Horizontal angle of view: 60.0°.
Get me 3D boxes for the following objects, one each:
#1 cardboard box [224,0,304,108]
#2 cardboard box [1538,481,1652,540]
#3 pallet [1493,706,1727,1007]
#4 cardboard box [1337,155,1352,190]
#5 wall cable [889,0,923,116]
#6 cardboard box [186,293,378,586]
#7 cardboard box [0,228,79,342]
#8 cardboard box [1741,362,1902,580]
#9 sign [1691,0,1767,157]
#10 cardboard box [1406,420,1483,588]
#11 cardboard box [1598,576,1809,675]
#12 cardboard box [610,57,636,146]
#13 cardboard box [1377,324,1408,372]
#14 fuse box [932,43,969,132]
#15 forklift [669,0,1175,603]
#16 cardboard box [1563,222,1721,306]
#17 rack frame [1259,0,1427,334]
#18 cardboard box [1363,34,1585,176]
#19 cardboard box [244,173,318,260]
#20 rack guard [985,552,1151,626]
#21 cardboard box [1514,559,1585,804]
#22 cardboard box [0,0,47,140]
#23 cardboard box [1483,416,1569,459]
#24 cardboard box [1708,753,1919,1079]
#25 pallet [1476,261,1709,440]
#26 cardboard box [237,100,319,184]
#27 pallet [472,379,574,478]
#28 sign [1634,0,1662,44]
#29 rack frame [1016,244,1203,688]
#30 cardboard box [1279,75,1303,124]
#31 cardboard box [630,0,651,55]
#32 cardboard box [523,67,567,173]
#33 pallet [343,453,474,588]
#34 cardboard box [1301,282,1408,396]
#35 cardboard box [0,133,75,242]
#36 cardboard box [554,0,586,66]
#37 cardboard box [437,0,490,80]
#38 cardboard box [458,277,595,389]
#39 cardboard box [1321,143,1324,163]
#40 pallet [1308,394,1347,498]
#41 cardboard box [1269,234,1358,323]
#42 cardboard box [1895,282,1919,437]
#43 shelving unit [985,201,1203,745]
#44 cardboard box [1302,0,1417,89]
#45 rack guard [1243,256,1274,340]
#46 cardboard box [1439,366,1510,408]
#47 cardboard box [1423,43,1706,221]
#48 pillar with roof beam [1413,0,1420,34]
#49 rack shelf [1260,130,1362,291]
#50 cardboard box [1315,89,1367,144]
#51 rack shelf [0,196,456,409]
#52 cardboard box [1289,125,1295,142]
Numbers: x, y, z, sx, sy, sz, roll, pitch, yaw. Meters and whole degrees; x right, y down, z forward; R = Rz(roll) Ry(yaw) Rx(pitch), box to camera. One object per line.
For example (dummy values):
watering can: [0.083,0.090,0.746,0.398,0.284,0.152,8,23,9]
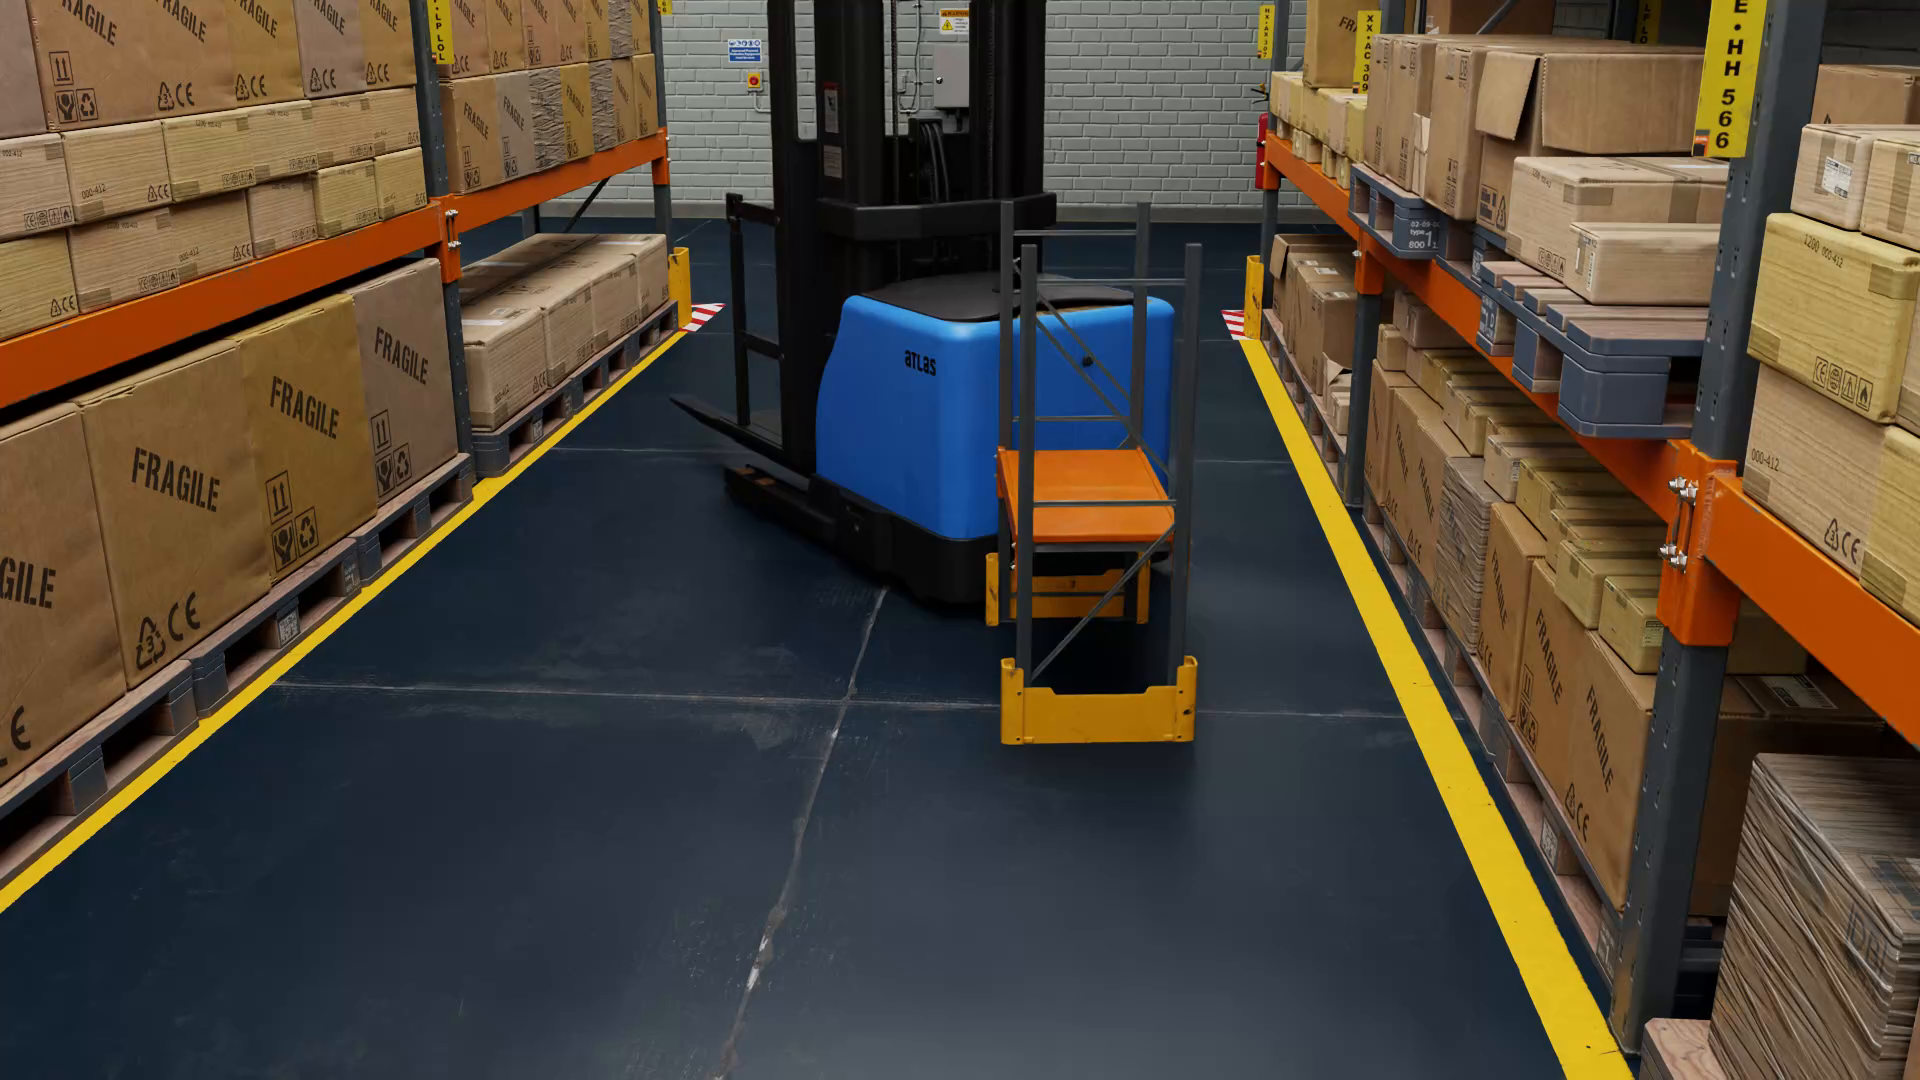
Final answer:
cardboard box: [-2.612,-1.739,5.648,0.500,0.500,0.500,2,18,6]
cardboard box: [1.818,-0.053,4.567,0.380,0.149,0.250,2,18,6]
pallet: [2.011,0.767,4.243,1.003,0.211,1.213,1,18,4]
cardboard box: [1.969,-1.717,7.750,0.380,0.149,0.250,2,18,5]
wall cable: [-0.662,-5.128,16.124,0.588,1.984,0.122,1,18,4]
cardboard box: [-2.766,-0.394,6.046,0.875,0.875,0.875,2,18,6]
cardboard box: [-2.726,-0.672,4.397,0.500,0.250,0.500,1,18,2]
cardboard box: [1.644,-0.123,2.723,0.500,0.250,0.500,1,18,4]
sign: [1.378,-0.849,2.964,0.100,0.325,0.005,1,18,4]
cardboard box: [1.879,-0.115,5.798,0.500,0.500,0.500,1,18,2]
cardboard box: [1.702,0.194,3.812,0.380,0.149,0.250,0,18,1]
cardboard box: [-2.280,-2.658,10.056,0.500,0.500,0.500,1,18,3]
cardboard box: [1.915,-0.784,6.796,0.380,0.149,0.250,2,18,7]
fuse box: [0.008,-3.969,16.287,0.539,1.711,0.414,1,18,4]
forklift: [-0.390,-1.569,7.005,1.130,2.935,3.031,-11,21,-30]
cardboard box: [1.584,-0.620,3.726,0.380,0.149,0.250,2,18,5]
rack frame: [2.493,-2.812,10.687,1.000,3.000,0.127,1,18,4]
cardboard box: [1.949,-1.671,6.371,0.700,0.500,0.500,2,18,5]
cardboard box: [-2.618,-1.148,5.851,0.500,0.250,0.500,1,18,2]
rack guard: [0.387,0.176,5.985,0.587,0.250,0.087,-1,18,-2]
cardboard box: [1.782,0.370,4.317,0.500,0.500,0.500,1,18,3]
cardboard box: [-2.726,-1.261,4.189,0.500,0.500,0.500,1,18,4]
cardboard box: [1.894,-0.292,5.297,0.380,0.149,0.250,1,18,4]
cardboard box: [1.861,0.795,2.818,0.875,0.625,0.625,2,18,6]
pallet: [1.898,-0.448,3.781,1.213,0.211,1.003,1,18,4]
cardboard box: [-2.593,-1.387,5.775,0.500,0.250,0.500,2,18,5]
pallet: [-2.612,-0.588,8.380,1.003,0.211,1.213,1,18,4]
sign: [2.760,-2.108,6.681,0.100,0.325,0.005,1,18,4]
rack frame: [0.419,-0.102,4.826,0.500,1.500,0.032,-1,18,-2]
cardboard box: [2.156,-2.590,9.774,0.500,0.250,0.500,1,18,5]
cardboard box: [-2.255,-3.289,10.377,0.500,0.500,0.500,2,18,6]
cardboard box: [-2.368,-2.177,8.589,0.500,0.500,0.500,1,18,4]
pallet: [-2.725,-0.113,6.928,1.003,0.211,1.213,1,18,4]
cardboard box: [2.180,-1.049,8.646,0.700,0.500,0.500,1,18,2]
cardboard box: [-2.711,-0.915,4.337,0.500,0.250,0.500,2,18,5]
cardboard box: [-2.340,-2.816,8.934,0.500,0.500,0.500,1,18,4]
cardboard box: [-2.469,-2.344,7.494,0.500,0.500,0.500,1,18,4]
cardboard box: [-2.529,-1.132,9.000,0.875,0.438,0.875,1,18,2]
cardboard box: [2.106,-2.034,8.715,0.380,0.149,0.250,1,18,4]
pallet: [2.257,-0.457,7.980,1.003,0.211,1.213,1,18,4]
cardboard box: [2.355,-1.637,10.437,0.797,0.503,0.637,1,18,2]
cardboard box: [1.607,-0.206,2.171,0.500,0.250,0.500,2,18,6]
shelving unit: [0.403,-0.263,5.318,0.587,1.500,1.083,-1,18,-2]
cardboard box: [2.085,-2.637,8.713,0.500,0.500,0.500,2,18,5]
rack guard: [2.488,-1.600,11.004,1.175,0.500,0.348,1,18,4]
cardboard box: [1.960,-0.531,6.024,0.380,0.149,0.250,1,18,3]
cardboard box: [1.855,-1.267,5.136,0.700,0.500,0.500,1,18,4]
pillar with roof beam: [-0.708,-6.576,12.540,9.100,9.000,0.400,1,18,4]
rack shelf: [2.350,-1.849,8.903,1.077,0.370,4.000,1,18,4]
cardboard box: [2.070,-2.114,8.319,0.500,0.250,0.500,1,18,4]
rack shelf: [-2.888,-0.716,5.446,1.077,0.370,4.000,1,18,4]
cardboard box: [2.224,-2.516,10.189,0.380,0.149,0.250,2,18,5]
